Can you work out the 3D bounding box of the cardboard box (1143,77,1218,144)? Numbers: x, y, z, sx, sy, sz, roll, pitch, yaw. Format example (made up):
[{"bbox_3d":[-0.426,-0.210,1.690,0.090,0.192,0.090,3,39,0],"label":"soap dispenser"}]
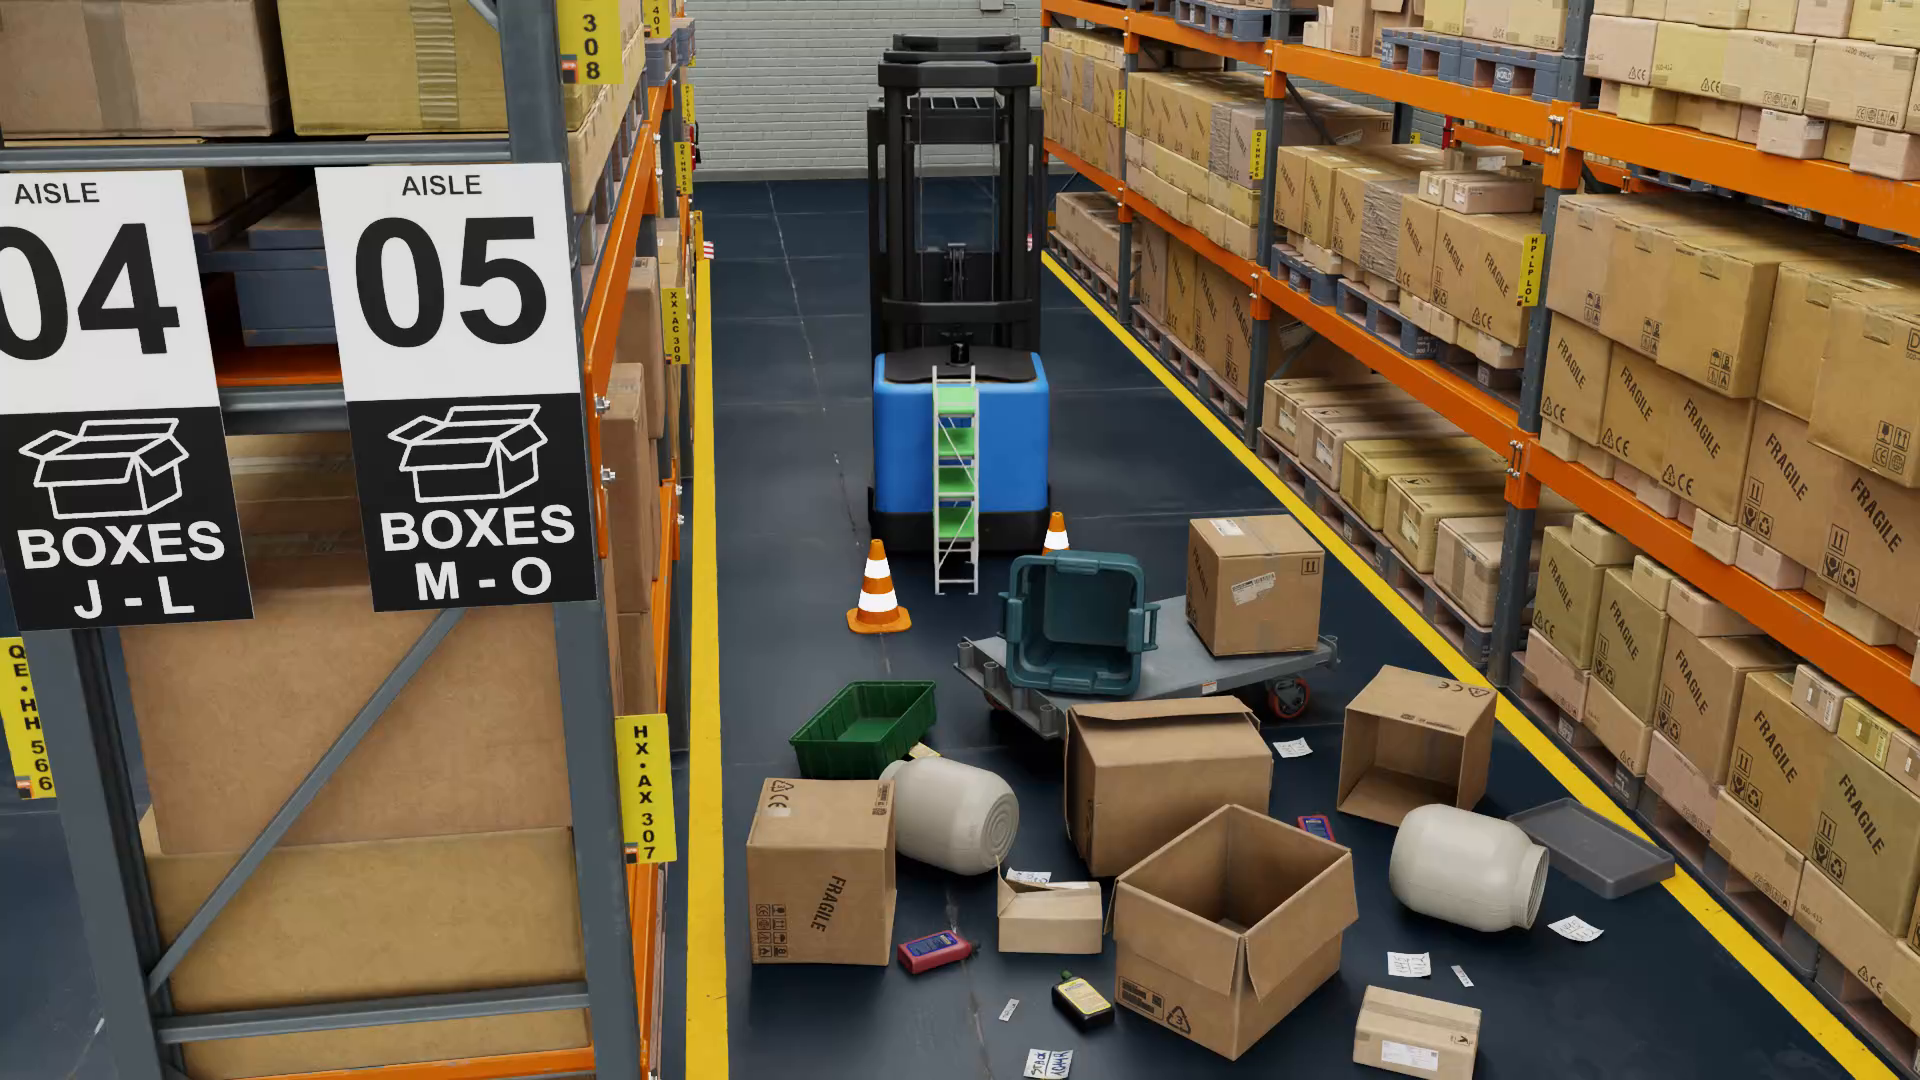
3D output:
[{"bbox_3d":[1.868,-3.654,14.139,0.500,0.500,0.500,-3,21,-8],"label":"cardboard box"}]

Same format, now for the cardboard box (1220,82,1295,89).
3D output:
[{"bbox_3d":[2.436,-3.498,13.722,0.500,0.500,0.500,-2,21,-6],"label":"cardboard box"}]

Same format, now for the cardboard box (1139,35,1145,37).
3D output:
[{"bbox_3d":[1.900,-5.131,17.167,0.380,0.149,0.250,-2,21,-6],"label":"cardboard box"}]

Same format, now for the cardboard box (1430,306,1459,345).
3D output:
[{"bbox_3d":[2.701,-1.133,8.722,0.380,0.149,0.250,-3,21,-9],"label":"cardboard box"}]

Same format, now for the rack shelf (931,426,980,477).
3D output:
[{"bbox_3d":[-0.027,-0.503,9.344,0.258,0.148,0.480,-1,20,-2],"label":"rack shelf"}]

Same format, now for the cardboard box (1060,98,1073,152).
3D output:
[{"bbox_3d":[1.353,-4.380,17.514,0.500,0.500,0.500,-3,21,-8],"label":"cardboard box"}]

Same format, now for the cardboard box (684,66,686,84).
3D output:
[{"bbox_3d":[-2.924,-4.551,16.117,0.500,0.500,0.500,-4,21,-10],"label":"cardboard box"}]

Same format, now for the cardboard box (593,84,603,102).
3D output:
[{"bbox_3d":[-1.056,-1.114,3.671,0.500,0.250,0.500,-3,21,-8],"label":"cardboard box"}]

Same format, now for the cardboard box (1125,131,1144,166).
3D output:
[{"bbox_3d":[1.772,-3.477,14.739,0.500,0.250,0.500,-4,21,-9],"label":"cardboard box"}]

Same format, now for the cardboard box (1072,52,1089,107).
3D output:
[{"bbox_3d":[1.435,-4.671,16.862,0.500,0.500,0.500,-3,21,-8],"label":"cardboard box"}]

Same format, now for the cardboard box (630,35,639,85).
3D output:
[{"bbox_3d":[-1.262,-1.581,5.492,0.380,0.149,0.250,-3,21,-8],"label":"cardboard box"}]

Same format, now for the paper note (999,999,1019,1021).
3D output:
[{"bbox_3d":[0.172,1.641,5.809,0.032,0.001,0.123,8,22,20],"label":"paper note"}]

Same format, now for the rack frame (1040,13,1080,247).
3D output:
[{"bbox_3d":[1.411,-4.865,18.954,1.000,3.000,0.127,-3,21,-8],"label":"rack frame"}]

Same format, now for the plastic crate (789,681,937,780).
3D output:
[{"bbox_3d":[-0.421,0.859,7.566,0.450,0.188,0.662,-2,18,24],"label":"plastic crate"}]

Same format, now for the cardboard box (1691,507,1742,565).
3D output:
[{"bbox_3d":[3.044,-0.024,6.352,0.380,0.149,0.250,-3,21,-7],"label":"cardboard box"}]

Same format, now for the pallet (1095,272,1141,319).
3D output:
[{"bbox_3d":[1.956,-2.441,16.450,1.003,0.211,1.213,-3,21,-8],"label":"pallet"}]

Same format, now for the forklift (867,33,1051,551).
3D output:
[{"bbox_3d":[-0.037,-1.772,10.771,1.130,2.935,3.031,-1,20,-2],"label":"forklift"}]

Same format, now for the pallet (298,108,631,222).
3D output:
[{"bbox_3d":[-1.462,-1.084,4.671,1.003,0.211,1.213,-3,21,-8],"label":"pallet"}]

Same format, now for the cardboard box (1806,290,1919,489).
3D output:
[{"bbox_3d":[3.187,-0.493,5.251,0.700,0.500,0.500,-3,21,-8],"label":"cardboard box"}]

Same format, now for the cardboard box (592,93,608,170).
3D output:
[{"bbox_3d":[-0.971,-0.881,3.618,0.380,0.149,0.250,-3,21,-8],"label":"cardboard box"}]

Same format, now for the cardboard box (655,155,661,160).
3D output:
[{"bbox_3d":[-2.345,-2.701,12.070,0.380,0.149,0.250,-2,21,-5],"label":"cardboard box"}]

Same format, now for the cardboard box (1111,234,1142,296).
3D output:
[{"bbox_3d":[2.004,-2.699,16.218,0.875,0.438,0.875,-3,21,-9],"label":"cardboard box"}]

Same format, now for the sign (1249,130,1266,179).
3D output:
[{"bbox_3d":[2.016,-2.608,11.258,0.100,0.325,0.005,-3,21,-8],"label":"sign"}]

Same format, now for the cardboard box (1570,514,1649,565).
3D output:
[{"bbox_3d":[2.918,-0.010,7.286,0.380,0.149,0.250,-3,21,-7],"label":"cardboard box"}]

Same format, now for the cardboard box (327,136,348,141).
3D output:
[{"bbox_3d":[-1.696,-1.022,3.995,0.380,0.149,0.250,-3,21,-9],"label":"cardboard box"}]

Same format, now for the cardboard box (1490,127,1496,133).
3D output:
[{"bbox_3d":[6.253,-4.696,18.862,0.380,0.149,0.250,-3,21,-8],"label":"cardboard box"}]

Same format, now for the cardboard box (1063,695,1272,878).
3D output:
[{"bbox_3d":[0.816,0.977,6.688,0.797,0.637,0.503,-3,21,-8],"label":"cardboard box"}]

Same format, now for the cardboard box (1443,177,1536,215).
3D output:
[{"bbox_3d":[2.739,-1.783,8.608,0.380,0.149,0.250,-4,21,-9],"label":"cardboard box"}]

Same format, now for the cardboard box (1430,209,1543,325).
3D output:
[{"bbox_3d":[2.775,-1.413,8.544,0.500,0.500,0.500,-3,21,-7],"label":"cardboard box"}]

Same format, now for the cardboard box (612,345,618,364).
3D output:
[{"bbox_3d":[-1.587,-0.494,5.493,0.875,0.550,0.550,-3,21,-8],"label":"cardboard box"}]

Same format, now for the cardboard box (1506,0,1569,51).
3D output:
[{"bbox_3d":[2.914,-2.437,7.780,0.500,0.250,0.500,-3,21,-9],"label":"cardboard box"}]

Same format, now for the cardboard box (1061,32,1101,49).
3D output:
[{"bbox_3d":[1.277,-5.274,17.551,0.380,0.149,0.250,-4,21,-10],"label":"cardboard box"}]

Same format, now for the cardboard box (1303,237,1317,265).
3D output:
[{"bbox_3d":[2.429,-1.856,10.656,0.380,0.149,0.250,-4,21,-11],"label":"cardboard box"}]

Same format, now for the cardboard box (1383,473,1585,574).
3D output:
[{"bbox_3d":[2.956,-0.106,9.369,0.950,0.372,0.625,-2,21,-4],"label":"cardboard box"}]

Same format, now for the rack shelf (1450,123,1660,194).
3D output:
[{"bbox_3d":[6.611,-4.087,17.900,1.077,0.370,4.000,-3,21,-8],"label":"rack shelf"}]

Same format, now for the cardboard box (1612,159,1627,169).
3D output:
[{"bbox_3d":[6.603,-3.712,16.226,0.380,0.149,0.250,-3,21,-7],"label":"cardboard box"}]

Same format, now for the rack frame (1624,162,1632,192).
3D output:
[{"bbox_3d":[6.899,-3.732,15.920,1.000,3.000,0.127,-3,21,-8],"label":"rack frame"}]

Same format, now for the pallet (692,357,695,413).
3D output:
[{"bbox_3d":[-2.603,-1.196,13.117,1.003,0.211,1.213,-3,21,-8],"label":"pallet"}]

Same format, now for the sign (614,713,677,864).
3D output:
[{"bbox_3d":[-0.616,0.491,3.264,0.100,0.325,0.005,-3,21,-8],"label":"sign"}]

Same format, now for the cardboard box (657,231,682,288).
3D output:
[{"bbox_3d":[-1.918,-1.542,9.915,0.500,0.500,0.500,-3,21,-8],"label":"cardboard box"}]

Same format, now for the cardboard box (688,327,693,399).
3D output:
[{"bbox_3d":[-2.245,-1.268,12.296,0.500,0.500,0.500,-3,21,-7],"label":"cardboard box"}]

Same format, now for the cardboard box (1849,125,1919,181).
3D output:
[{"bbox_3d":[3.124,-1.252,5.352,0.380,0.149,0.250,-3,21,-8],"label":"cardboard box"}]

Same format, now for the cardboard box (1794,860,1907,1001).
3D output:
[{"bbox_3d":[3.268,1.320,5.724,0.500,0.250,0.500,-3,21,-8],"label":"cardboard box"}]

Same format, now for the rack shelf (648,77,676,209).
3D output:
[{"bbox_3d":[-2.031,-2.186,8.523,1.077,0.370,4.000,-3,21,-8],"label":"rack shelf"}]

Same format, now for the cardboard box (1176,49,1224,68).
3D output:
[{"bbox_3d":[2.199,-4.421,15.268,0.380,0.149,0.250,-3,21,-9],"label":"cardboard box"}]

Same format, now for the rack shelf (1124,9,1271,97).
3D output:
[{"bbox_3d":[2.276,-3.856,12.993,1.077,0.370,4.000,-3,21,-8],"label":"rack shelf"}]

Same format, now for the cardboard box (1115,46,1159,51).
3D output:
[{"bbox_3d":[1.672,-4.573,15.675,0.380,0.149,0.250,-3,21,-8],"label":"cardboard box"}]

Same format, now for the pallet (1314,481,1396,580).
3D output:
[{"bbox_3d":[2.848,-0.097,10.173,1.003,0.211,1.213,-3,21,-8],"label":"pallet"}]

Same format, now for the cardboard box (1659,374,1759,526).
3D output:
[{"bbox_3d":[3.084,-0.383,6.386,0.500,0.500,0.500,-3,21,-8],"label":"cardboard box"}]

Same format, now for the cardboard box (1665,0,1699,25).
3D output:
[{"bbox_3d":[2.959,-2.065,6.391,0.380,0.149,0.250,-4,21,-10],"label":"cardboard box"}]

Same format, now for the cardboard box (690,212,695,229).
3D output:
[{"bbox_3d":[-3.003,-3.377,17.593,0.380,0.149,0.250,-3,21,-9],"label":"cardboard box"}]

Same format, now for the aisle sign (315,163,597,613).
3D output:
[{"bbox_3d":[-0.859,-0.249,2.880,0.394,0.787,0.004,-3,21,-8],"label":"aisle sign"}]

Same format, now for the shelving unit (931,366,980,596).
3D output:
[{"bbox_3d":[-0.027,-0.338,9.406,0.258,1.200,0.503,-1,20,-2],"label":"shelving unit"}]

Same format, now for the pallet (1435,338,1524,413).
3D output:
[{"bbox_3d":[3.175,-0.892,8.592,1.003,0.211,1.213,-3,21,-8],"label":"pallet"}]
